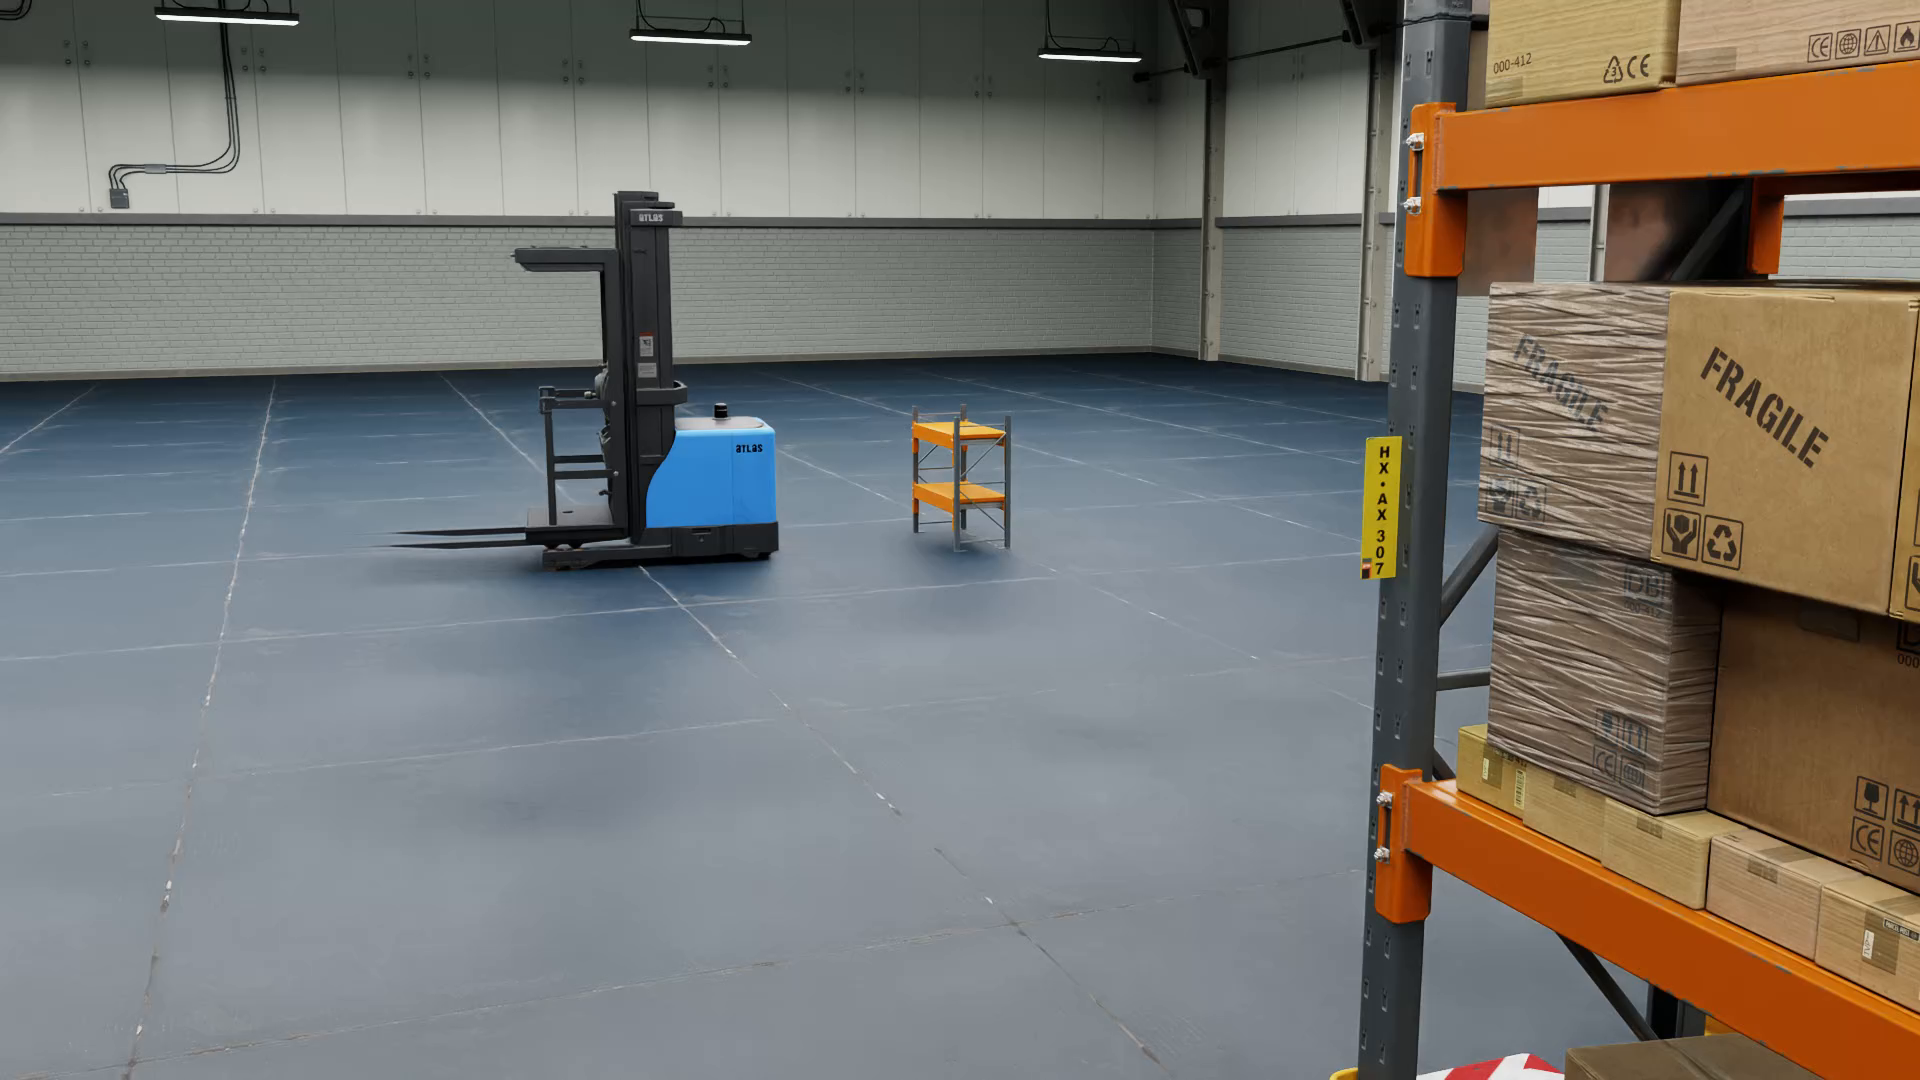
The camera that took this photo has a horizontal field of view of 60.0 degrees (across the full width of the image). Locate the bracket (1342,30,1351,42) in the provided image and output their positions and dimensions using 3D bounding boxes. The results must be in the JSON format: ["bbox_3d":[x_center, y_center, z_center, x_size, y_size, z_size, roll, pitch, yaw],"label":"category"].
[{"bbox_3d":[7.200,-9.253,30.466,0.235,0.232,0.430,-4,11,-21],"label":"bracket"}]

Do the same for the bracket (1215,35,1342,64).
[{"bbox_3d":[6.261,-9.676,32.846,0.076,0.066,4.783,-4,11,-21],"label":"bracket"}]

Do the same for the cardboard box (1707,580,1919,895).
[{"bbox_3d":[1.936,0.289,3.097,0.875,0.500,0.500,-4,11,-21],"label":"cardboard box"}]

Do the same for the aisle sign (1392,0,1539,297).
[{"bbox_3d":[1.167,-0.952,3.784,0.394,0.787,0.004,-4,11,-21],"label":"aisle sign"}]

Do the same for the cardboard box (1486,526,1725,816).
[{"bbox_3d":[1.643,0.215,3.513,0.875,0.500,0.500,-4,11,-21],"label":"cardboard box"}]

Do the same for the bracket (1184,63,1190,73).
[{"bbox_3d":[5.026,-10.233,35.972,0.235,0.232,0.430,-4,11,-21],"label":"bracket"}]

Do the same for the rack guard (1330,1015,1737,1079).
[{"bbox_3d":[1.496,1.562,4.211,1.175,0.500,0.348,-4,11,-21],"label":"rack guard"}]

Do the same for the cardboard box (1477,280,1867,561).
[{"bbox_3d":[1.414,-0.262,3.338,0.500,0.500,0.500,-4,11,-21],"label":"cardboard box"}]

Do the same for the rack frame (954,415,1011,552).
[{"bbox_3d":[0.187,-0.470,13.849,0.500,1.125,0.032,-4,11,-21],"label":"rack frame"}]

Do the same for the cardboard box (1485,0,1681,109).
[{"bbox_3d":[1.403,-0.989,3.278,0.500,0.250,0.500,-4,11,-19],"label":"cardboard box"}]

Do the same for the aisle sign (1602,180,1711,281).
[{"bbox_3d":[1.726,-0.990,3.998,0.394,0.787,0.004,-4,11,-21],"label":"aisle sign"}]

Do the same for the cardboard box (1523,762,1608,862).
[{"bbox_3d":[1.423,0.546,3.501,0.380,0.149,0.250,-4,11,-21],"label":"cardboard box"}]

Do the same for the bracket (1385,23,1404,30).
[{"bbox_3d":[8.435,-8.697,27.341,0.076,0.066,4.783,-4,11,-21],"label":"bracket"}]

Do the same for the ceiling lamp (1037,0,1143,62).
[{"bbox_3d":[2.284,-10.343,30.206,2.000,3.185,0.800,-4,11,-21],"label":"ceiling lamp"}]

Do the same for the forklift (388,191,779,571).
[{"bbox_3d":[-3.051,-1.302,13.372,3.031,2.935,1.130,-3,10,-14],"label":"forklift"}]

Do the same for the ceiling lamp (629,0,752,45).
[{"bbox_3d":[-4.557,-9.878,27.588,2.000,3.185,0.800,-4,11,-21],"label":"ceiling lamp"}]

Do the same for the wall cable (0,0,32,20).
[{"bbox_3d":[-18.281,-10.546,29.471,3.097,2.526,0.112,-4,11,-21],"label":"wall cable"}]

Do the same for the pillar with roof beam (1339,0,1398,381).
[{"bbox_3d":[3.669,-7.163,28.992,9.100,9.000,0.548,-4,11,-21],"label":"pillar with roof beam"}]

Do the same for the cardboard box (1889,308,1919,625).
[{"bbox_3d":[1.771,-0.098,2.418,0.500,0.500,0.500,-4,11,-21],"label":"cardboard box"}]

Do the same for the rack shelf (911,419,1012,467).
[{"bbox_3d":[0.002,-0.841,14.264,0.538,0.278,1.000,-4,11,-21],"label":"rack shelf"}]

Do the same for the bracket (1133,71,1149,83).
[{"bbox_3d":[4.167,-10.619,38.147,0.235,0.232,0.430,-4,11,-21],"label":"bracket"}]

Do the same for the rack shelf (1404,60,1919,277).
[{"bbox_3d":[2.194,-0.477,2.027,1.077,0.370,4.000,-4,11,-21],"label":"rack shelf"}]

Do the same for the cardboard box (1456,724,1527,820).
[{"bbox_3d":[1.350,0.504,3.737,0.380,0.149,0.250,-4,11,-21],"label":"cardboard box"}]

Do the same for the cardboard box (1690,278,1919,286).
[{"bbox_3d":[1.898,-0.295,3.523,0.500,0.500,0.500,-4,11,-21],"label":"cardboard box"}]

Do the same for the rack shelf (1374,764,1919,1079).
[{"bbox_3d":[2.194,1.000,2.290,1.077,0.370,4.000,-4,11,-21],"label":"rack shelf"}]

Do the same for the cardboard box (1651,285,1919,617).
[{"bbox_3d":[1.589,-0.180,2.876,0.500,0.500,0.500,-4,11,-21],"label":"cardboard box"}]

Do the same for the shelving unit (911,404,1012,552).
[{"bbox_3d":[0.002,-0.553,14.315,0.538,1.125,1.048,-4,11,-21],"label":"shelving unit"}]

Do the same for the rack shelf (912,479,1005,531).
[{"bbox_3d":[0.002,-0.312,14.358,0.538,0.278,1.000,-4,11,-21],"label":"rack shelf"}]

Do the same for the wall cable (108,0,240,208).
[{"bbox_3d":[-14.833,-9.255,31.045,2.305,6.003,0.169,-4,11,-21],"label":"wall cable"}]

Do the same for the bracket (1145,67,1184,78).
[{"bbox_3d":[4.381,-10.523,37.605,0.076,0.066,3.189,-4,11,-21],"label":"bracket"}]

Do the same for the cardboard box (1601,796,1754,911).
[{"bbox_3d":[1.499,0.588,3.266,0.380,0.149,0.250,-4,11,-21],"label":"cardboard box"}]

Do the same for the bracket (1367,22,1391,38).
[{"bbox_3d":[7.501,-9.118,29.705,0.235,0.232,0.430,-4,11,-21],"label":"bracket"}]

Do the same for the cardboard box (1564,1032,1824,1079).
[{"bbox_3d":[1.680,1.446,3.665,0.500,0.500,0.500,-2,10,-10],"label":"cardboard box"}]

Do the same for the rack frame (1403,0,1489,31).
[{"bbox_3d":[1.469,-2.635,3.536,1.000,3.000,0.127,-4,11,-21],"label":"rack frame"}]

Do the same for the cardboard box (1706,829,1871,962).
[{"bbox_3d":[1.609,0.628,3.044,0.380,0.149,0.250,-4,11,-21],"label":"cardboard box"}]

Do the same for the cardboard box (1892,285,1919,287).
[{"bbox_3d":[2.085,-0.214,3.066,0.500,0.500,0.500,-4,11,-21],"label":"cardboard box"}]

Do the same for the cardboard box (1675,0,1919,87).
[{"bbox_3d":[1.595,-0.905,2.807,0.500,0.250,0.500,-4,11,-22],"label":"cardboard box"}]

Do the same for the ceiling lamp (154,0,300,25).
[{"bbox_3d":[-11.137,-9.430,25.069,2.000,3.185,0.800,-4,11,-21],"label":"ceiling lamp"}]

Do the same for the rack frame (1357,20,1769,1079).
[{"bbox_3d":[1.469,0.319,4.062,1.000,3.000,0.127,-4,11,-21],"label":"rack frame"}]

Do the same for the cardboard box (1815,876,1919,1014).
[{"bbox_3d":[1.693,0.669,2.812,0.380,0.149,0.250,-4,11,-21],"label":"cardboard box"}]

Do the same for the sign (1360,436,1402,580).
[{"bbox_3d":[0.963,-0.073,3.792,0.100,0.325,0.005,-4,11,-21],"label":"sign"}]

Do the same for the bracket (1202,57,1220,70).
[{"bbox_3d":[5.327,-10.097,35.211,0.235,0.232,0.430,-4,11,-21],"label":"bracket"}]

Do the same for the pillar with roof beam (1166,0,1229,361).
[{"bbox_3d":[1.495,-8.142,34.497,9.100,9.000,0.548,-4,11,-21],"label":"pillar with roof beam"}]

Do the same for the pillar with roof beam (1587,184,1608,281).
[{"bbox_3d":[5.844,-6.183,23.486,9.100,9.000,0.548,-4,11,-21],"label":"pillar with roof beam"}]

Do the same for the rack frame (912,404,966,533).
[{"bbox_3d":[-0.182,-0.636,14.782,0.500,1.125,0.032,-4,11,-21],"label":"rack frame"}]
